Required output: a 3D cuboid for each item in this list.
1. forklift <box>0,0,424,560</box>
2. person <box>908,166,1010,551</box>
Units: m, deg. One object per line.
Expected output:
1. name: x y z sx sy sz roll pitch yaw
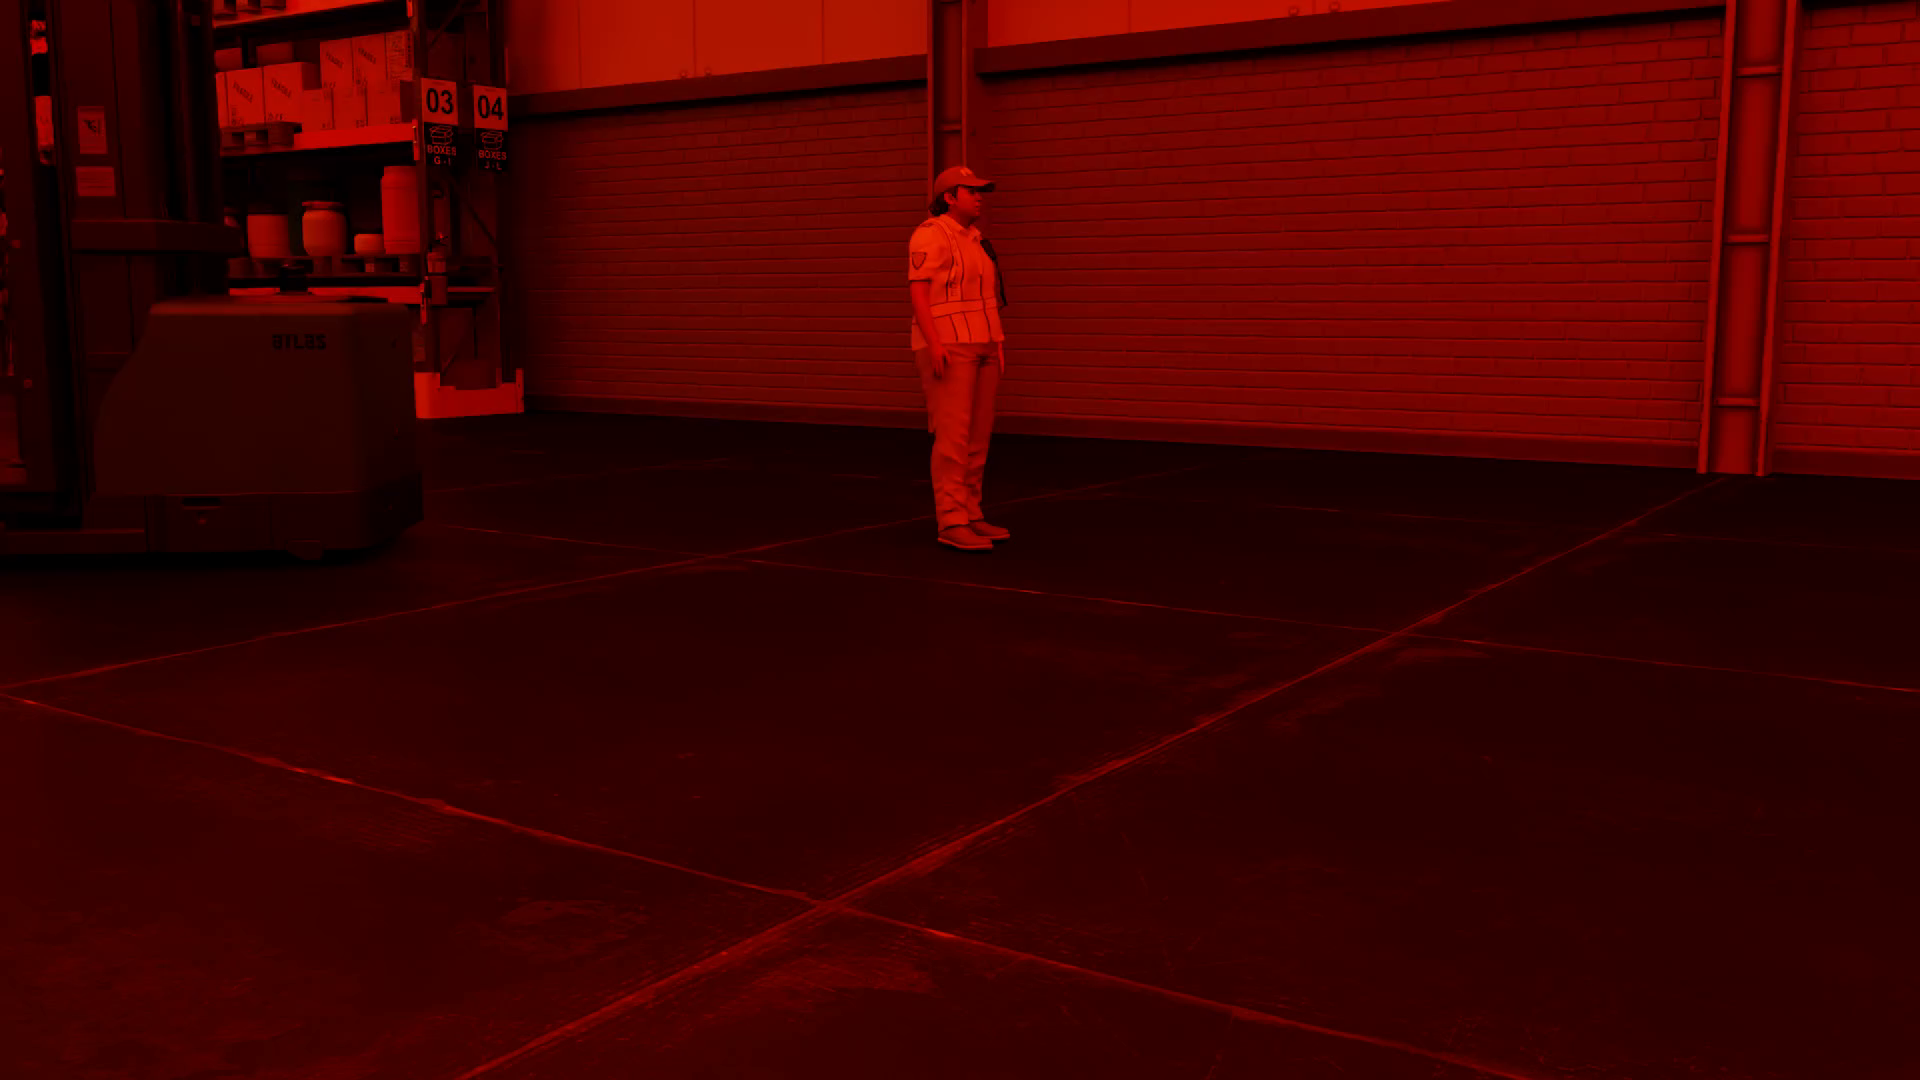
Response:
1. forklift: -3.979 -1.398 7.021 3.031 2.935 1.130 -1 8 -5
2. person: 0.051 -0.825 7.424 0.529 1.670 0.598 5 10 34
